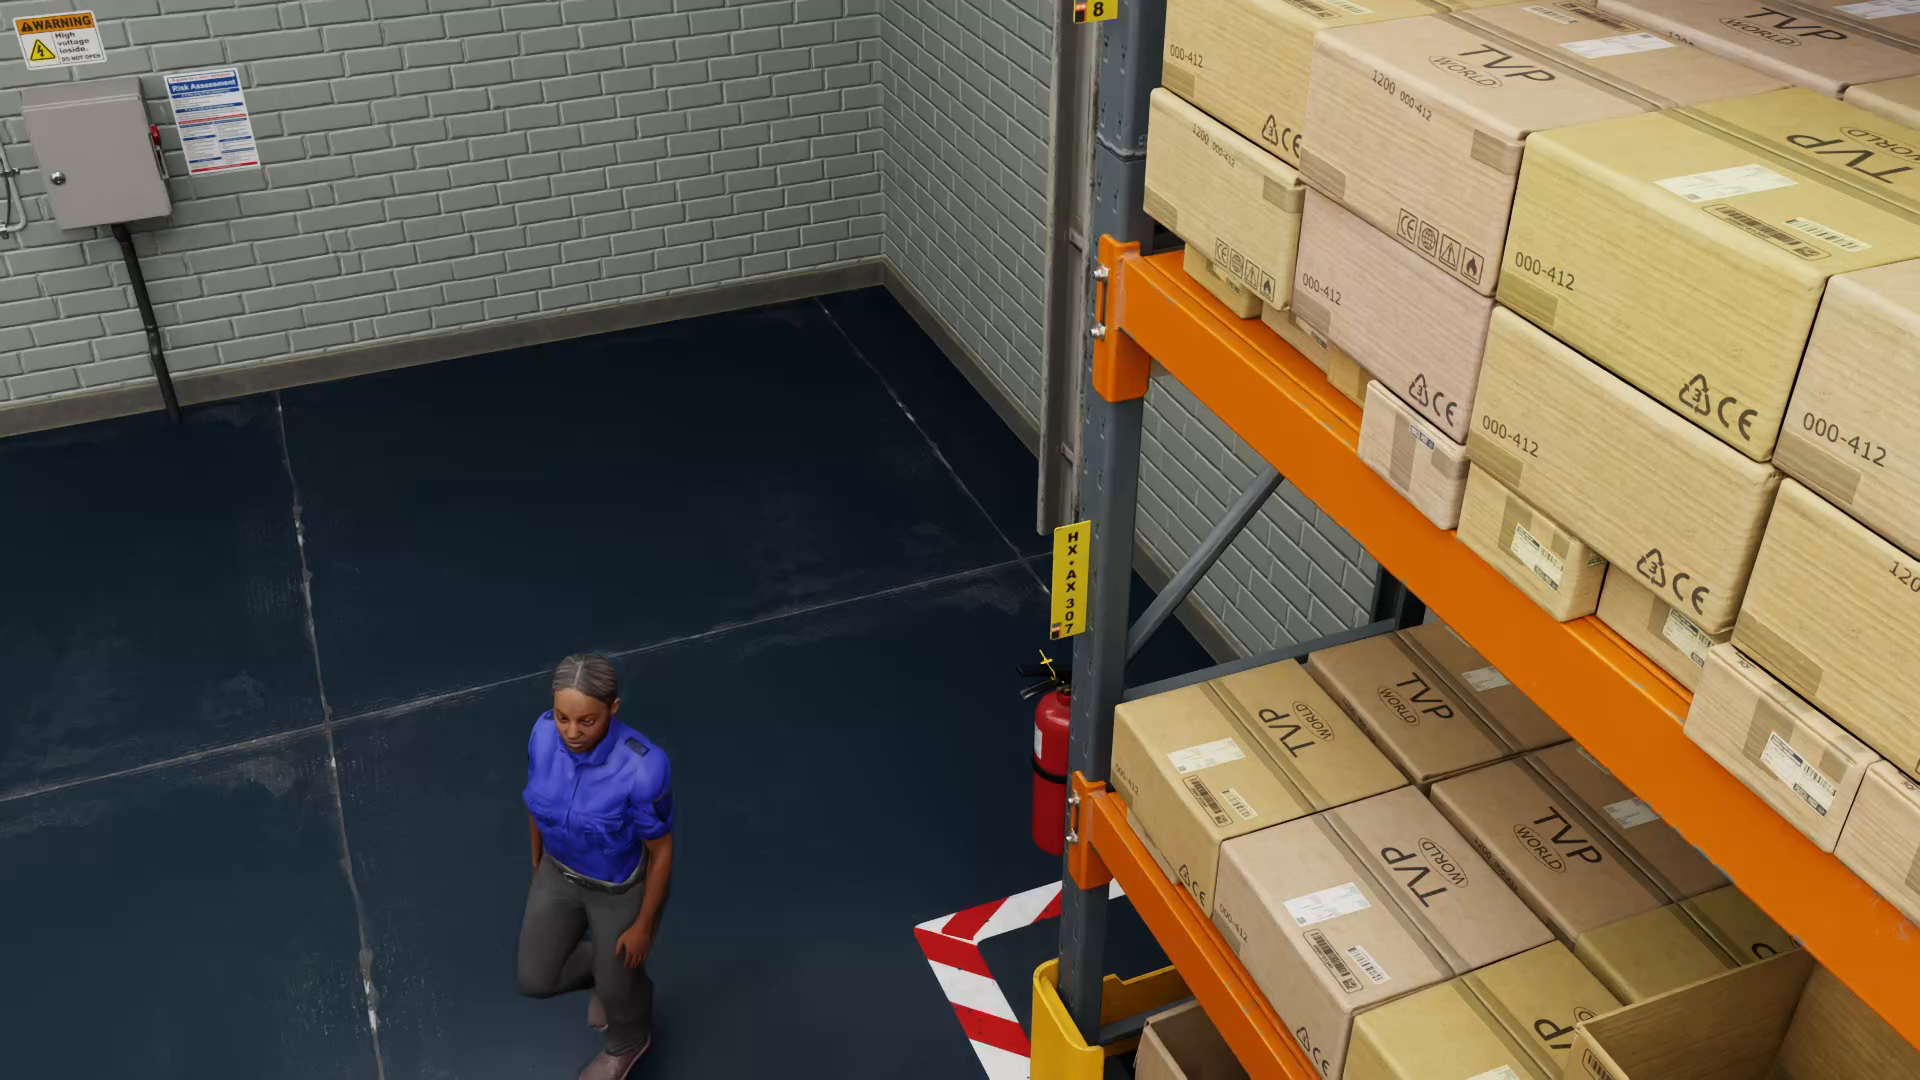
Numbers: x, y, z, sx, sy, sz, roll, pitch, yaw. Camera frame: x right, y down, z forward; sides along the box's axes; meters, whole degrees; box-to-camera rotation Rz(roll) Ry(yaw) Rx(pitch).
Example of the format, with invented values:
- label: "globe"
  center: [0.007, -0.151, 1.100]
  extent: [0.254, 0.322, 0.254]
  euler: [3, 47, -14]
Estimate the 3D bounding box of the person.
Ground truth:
- label: "person"
  center: [-0.984, 0.951, 4.677]
  extent: [0.502, 1.649, 0.477]
  euler: [14, 36, 20]
